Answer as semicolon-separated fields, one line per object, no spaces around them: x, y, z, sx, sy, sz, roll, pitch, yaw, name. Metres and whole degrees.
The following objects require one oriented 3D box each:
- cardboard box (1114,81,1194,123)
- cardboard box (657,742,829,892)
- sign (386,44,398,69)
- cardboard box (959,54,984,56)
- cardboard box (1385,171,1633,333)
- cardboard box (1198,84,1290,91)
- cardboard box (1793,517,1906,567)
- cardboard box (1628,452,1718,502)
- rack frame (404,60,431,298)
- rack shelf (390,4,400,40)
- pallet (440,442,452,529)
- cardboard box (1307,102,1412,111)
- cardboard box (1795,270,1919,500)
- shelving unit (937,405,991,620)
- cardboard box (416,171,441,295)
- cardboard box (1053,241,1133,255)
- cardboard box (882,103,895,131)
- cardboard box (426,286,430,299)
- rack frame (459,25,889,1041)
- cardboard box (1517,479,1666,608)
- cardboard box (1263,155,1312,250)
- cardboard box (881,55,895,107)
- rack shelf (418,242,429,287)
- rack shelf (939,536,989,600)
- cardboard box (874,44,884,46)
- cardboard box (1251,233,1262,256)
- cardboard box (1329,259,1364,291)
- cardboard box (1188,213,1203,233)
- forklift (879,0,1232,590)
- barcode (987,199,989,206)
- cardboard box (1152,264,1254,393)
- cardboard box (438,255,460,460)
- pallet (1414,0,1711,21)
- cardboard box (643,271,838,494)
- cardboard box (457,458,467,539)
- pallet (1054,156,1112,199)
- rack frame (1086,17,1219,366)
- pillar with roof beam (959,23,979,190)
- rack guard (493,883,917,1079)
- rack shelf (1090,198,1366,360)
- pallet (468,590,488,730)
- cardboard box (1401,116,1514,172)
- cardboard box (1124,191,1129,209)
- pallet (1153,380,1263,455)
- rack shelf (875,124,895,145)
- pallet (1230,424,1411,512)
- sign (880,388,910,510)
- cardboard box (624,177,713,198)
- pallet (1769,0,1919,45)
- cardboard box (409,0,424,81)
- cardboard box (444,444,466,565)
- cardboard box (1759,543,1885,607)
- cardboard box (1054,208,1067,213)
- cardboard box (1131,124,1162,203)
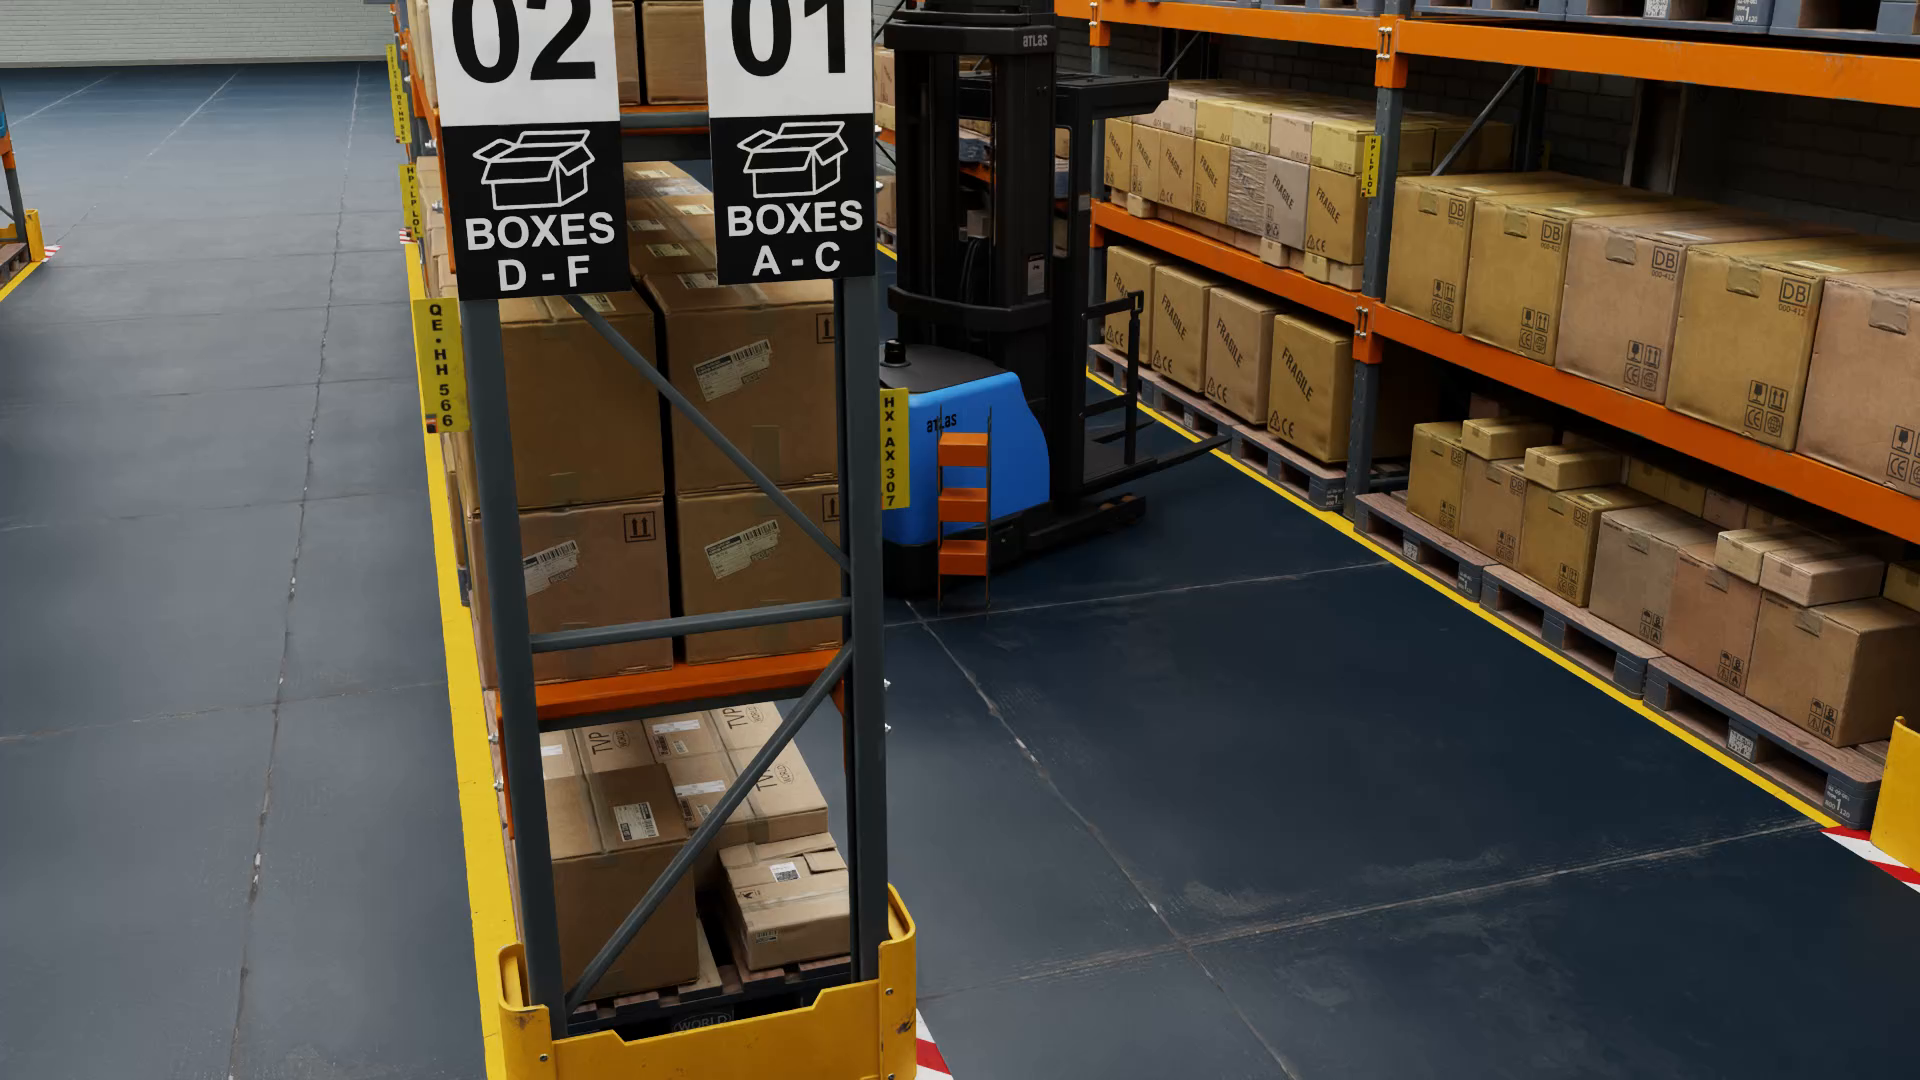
1.397;-3.233;12.254;0.500;0.250;0.500;-6;21;-16;cardboard box
-0.756;0.951;5.749;0.500;0.250;0.500;-6;21;-17;cardboard box
-6.255;-5.294;18.319;0.100;0.325;0.005;-6;21;-17;sign
-0.027;-4.941;17.820;0.500;0.500;0.500;-6;21;-16;cardboard box
2.902;-1.548;8.845;0.980;0.700;0.700;-6;21;-16;cardboard box
2.038;-3.131;11.969;0.500;0.250;0.500;-7;21;-19;cardboard box
3.759;0.017;7.049;0.380;0.149;0.250;-6;21;-17;cardboard box
3.439;-0.308;7.955;0.380;0.149;0.250;-7;21;-18;cardboard box
-3.211;-2.339;11.490;1.000;3.000;0.127;-6;21;-17;rack frame
-3.840;-4.054;12.892;1.077;0.370;4.000;-6;21;-17;rack shelf
-2.633;-0.392;10.195;1.003;0.211;1.213;-6;21;-17;pallet
2.517;-2.635;10.588;0.500;0.250;0.500;-7;21;-19;cardboard box
3.835;-0.603;6.213;0.980;0.700;0.700;-5;20;-15;cardboard box
0.021;-0.131;8.229;0.252;1.050;0.215;1;20;4;shelving unit
-1.911;-1.226;6.765;0.500;0.500;0.500;-7;21;-19;cardboard box
1.163;-2.300;14.429;0.700;0.500;0.500;-6;21;-17;cardboard box
-0.525;-4.529;17.780;0.500;0.250;0.500;-7;21;-18;cardboard box
-3.779;-1.814;12.647;0.500;0.311;0.500;-7;21;-18;cardboard box
-0.697;0.229;4.343;1.000;3.000;0.127;-6;21;-17;rack frame
3.199;-0.026;8.129;0.700;0.500;0.500;-6;21;-16;cardboard box
2.193;-2.063;10.105;0.500;0.500;0.500;-6;21;-17;cardboard box
-0.520;-4.883;17.656;0.500;0.500;0.500;-7;21;-19;cardboard box
-2.583;-1.358;9.825;1.077;0.370;4.000;-6;21;-17;rack shelf
0.021;0.140;8.327;0.240;0.259;0.215;1;20;4;rack shelf
-1.160;-5.540;19.486;0.500;0.500;0.500;-6;21;-17;cardboard box
2.079;-1.883;10.562;0.380;0.149;0.250;-6;21;-17;cardboard box
2.372;-1.552;9.642;0.380;0.149;0.250;-6;21;-17;cardboard box
1.805;-2.217;11.494;0.380;0.149;0.250;-6;21;-16;cardboard box
0.438;-1.532;9.345;1.130;2.935;3.031;18;27;41;forklift
0.291;-3.530;17.380;0.001;0.075;0.075;-6;21;-17;barcode
1.866;-1.520;11.771;0.750;0.750;0.750;-6;21;-17;cardboard box
-1.257;-0.565;4.924;0.500;0.500;0.500;-6;21;-16;cardboard box
2.994;-2.689;8.159;1.003;0.211;1.213;-6;21;-17;pallet
-0.586;-0.459;4.631;0.500;0.500;0.500;-6;21;-16;cardboard box
-1.414;-0.260;5.555;0.500;0.500;0.500;-6;21;-17;cardboard box
1.165;-2.993;13.596;1.213;0.211;1.003;-6;21;-17;pallet
1.490;-2.866;12.959;1.000;3.000;0.127;-6;21;-17;rack frame
-4.070;-7.667;17.449;9.100;9.000;0.400;-6;21;-17;pillar with roof beam
-0.721;1.381;4.833;1.175;0.500;0.348;-6;21;-17;rack guard
2.119;-1.886;11.294;1.077;0.370;4.000;-6;21;-17;rack shelf
-1.739;0.478;7.774;1.003;0.211;1.213;-6;21;-17;pallet
2.850;-2.307;9.676;0.500;0.250;0.500;-6;21;-16;cardboard box
1.445;-2.545;12.408;0.380;0.149;0.250;-6;21;-16;cardboard box
2.046;-0.902;11.615;1.003;0.211;1.213;-6;21;-17;pallet
-0.396;-4.453;18.441;1.077;0.370;4.000;-6;21;-17;rack shelf
2.433;-0.510;10.524;1.003;0.211;1.213;-6;21;-17;pallet
-0.182;-0.237;4.357;0.100;0.325;0.005;-6;21;-17;sign
-1.228;-1.112;6.448;0.500;0.500;0.500;-6;21;-17;cardboard box
3.761;-1.906;5.979;1.003;0.211;1.213;-6;21;-17;pallet
-1.425;-1.570;5.135;0.500;0.250;0.500;-6;21;-17;cardboard box
-2.381;-0.214;8.621;0.500;0.500;0.500;-7;21;-17;cardboard box
3.476;0.139;6.710;0.380;0.149;0.250;-7;21;-18;cardboard box
0.928;-2.829;14.794;0.500;0.250;0.500;-6;21;-17;cardboard box
1.556;-2.710;11.908;0.500;0.500;0.500;-6;21;-15;cardboard box
